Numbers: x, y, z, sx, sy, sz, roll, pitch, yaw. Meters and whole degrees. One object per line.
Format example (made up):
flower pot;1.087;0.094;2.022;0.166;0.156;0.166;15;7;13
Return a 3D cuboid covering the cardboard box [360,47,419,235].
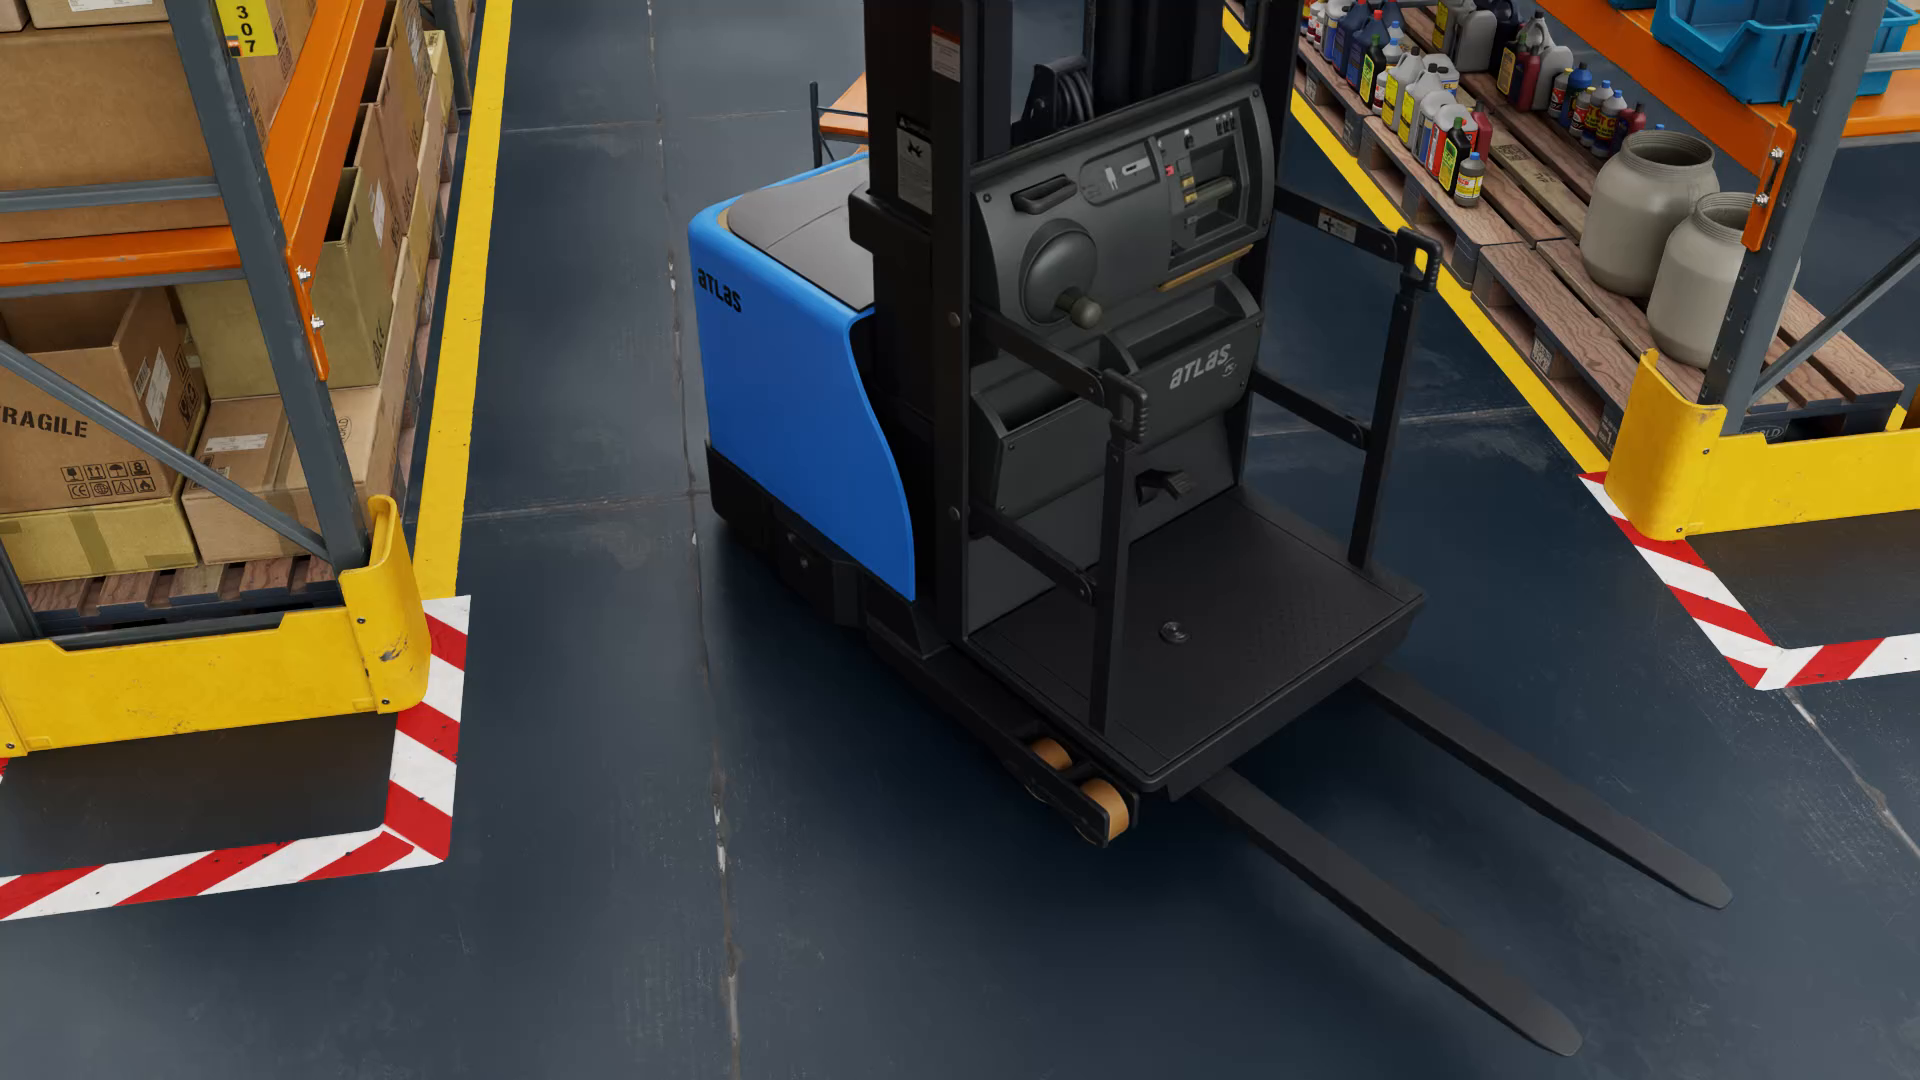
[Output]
cardboard box;-2.242;-1.401;5.896;0.500;0.500;0.500;-6;38;-8

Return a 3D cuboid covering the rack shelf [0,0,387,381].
rack shelf;-2.458;-1.694;5.572;1.077;0.370;4.000;-6;38;-8

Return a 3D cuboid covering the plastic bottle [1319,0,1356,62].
plastic bottle;1.777;-2.383;7.734;0.152;0.276;0.135;-5;38;-6

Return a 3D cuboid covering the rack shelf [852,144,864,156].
rack shelf;-0.269;-1.174;5.528;0.258;0.148;0.480;11;39;14

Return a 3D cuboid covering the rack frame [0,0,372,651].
rack frame;-2.107;-0.771;3.797;1.000;3.000;0.127;-6;38;-8

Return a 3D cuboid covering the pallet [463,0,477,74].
pallet;-2.976;-2.526;8.330;1.003;0.211;1.213;-6;38;-8

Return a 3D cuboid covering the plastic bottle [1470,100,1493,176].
plastic bottle;2.104;-1.631;6.760;0.061;0.283;0.133;-6;38;-8

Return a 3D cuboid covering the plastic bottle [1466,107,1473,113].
plastic bottle;2.095;-1.695;6.910;0.097;0.201;0.097;0;38;0

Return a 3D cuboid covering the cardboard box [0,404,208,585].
cardboard box;-2.492;-0.143;4.888;0.500;0.250;0.500;-6;38;-8

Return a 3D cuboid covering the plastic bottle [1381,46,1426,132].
plastic bottle;1.910;-1.942;7.105;0.144;0.351;0.185;-7;38;-8

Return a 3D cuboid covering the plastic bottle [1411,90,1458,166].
plastic bottle;1.975;-1.700;6.855;0.152;0.276;0.135;-7;38;-9

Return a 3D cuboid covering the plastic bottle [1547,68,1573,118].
plastic bottle;2.628;-1.950;7.237;0.097;0.201;0.097;0;38;0

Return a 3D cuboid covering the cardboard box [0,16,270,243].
cardboard box;-2.176;-1.093;4.131;0.700;0.500;0.500;-6;38;-8

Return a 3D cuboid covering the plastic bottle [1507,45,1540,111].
plastic bottle;2.476;-2.039;7.285;0.061;0.283;0.133;-6;38;-8

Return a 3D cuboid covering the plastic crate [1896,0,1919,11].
plastic crate;2.930;-1.772;5.301;0.298;0.136;0.250;-6;38;-8

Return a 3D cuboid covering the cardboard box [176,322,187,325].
cardboard box;-2.681;-0.745;5.663;0.500;0.250;0.500;-6;38;-8

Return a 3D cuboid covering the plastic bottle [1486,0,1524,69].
plastic bottle;2.499;-2.371;7.657;0.144;0.351;0.185;-8;39;-10

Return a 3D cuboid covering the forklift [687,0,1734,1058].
forklift;1.453;-2.385;5.305;5.355;3.703;5.200;-28;46;-31

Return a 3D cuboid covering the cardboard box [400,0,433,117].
cardboard box;-2.436;-2.003;6.671;0.500;0.500;0.500;-6;38;-8

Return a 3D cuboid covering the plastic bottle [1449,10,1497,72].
plastic bottle;2.358;-2.310;7.640;0.152;0.276;0.135;-6;38;-8

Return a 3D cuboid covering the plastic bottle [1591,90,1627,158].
plastic bottle;2.699;-1.733;6.901;0.097;0.271;0.097;0;38;0

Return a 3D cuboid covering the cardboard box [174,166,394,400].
cardboard box;-2.072;-0.796;5.118;0.500;0.500;0.500;-6;38;-8

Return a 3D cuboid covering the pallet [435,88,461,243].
pallet;-2.710;-1.601;7.138;1.003;0.211;1.213;-6;38;-8

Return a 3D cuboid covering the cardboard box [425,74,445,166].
cardboard box;-2.434;-1.707;6.901;0.500;0.250;0.500;-6;38;-8

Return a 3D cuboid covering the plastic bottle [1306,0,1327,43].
plastic bottle;1.711;-2.485;7.926;0.097;0.201;0.097;0;38;0

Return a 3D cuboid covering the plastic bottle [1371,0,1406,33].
plastic bottle;1.944;-2.328;7.602;0.144;0.351;0.185;-6;38;-8

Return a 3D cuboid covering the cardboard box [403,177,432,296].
cardboard box;-2.243;-1.105;6.126;0.500;0.250;0.500;-6;38;-8

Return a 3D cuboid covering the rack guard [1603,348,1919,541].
rack guard;2.711;-0.355;5.299;1.175;0.500;0.348;-6;38;-8

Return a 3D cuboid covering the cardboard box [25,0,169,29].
cardboard box;-1.964;-1.326;3.902;0.380;0.149;0.250;-6;38;-8

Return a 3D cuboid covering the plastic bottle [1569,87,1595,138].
plastic bottle;2.664;-1.826;7.077;0.097;0.201;0.097;0;38;0

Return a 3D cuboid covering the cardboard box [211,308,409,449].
cardboard box;-2.073;-0.500;5.348;0.500;0.250;0.500;-6;38;-8

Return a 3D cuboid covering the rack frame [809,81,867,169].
rack frame;-0.345;-0.908;5.441;0.240;1.200;0.015;11;39;14

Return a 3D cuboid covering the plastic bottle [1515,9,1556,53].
plastic bottle;2.556;-2.176;7.406;0.144;0.351;0.185;-6;38;-8

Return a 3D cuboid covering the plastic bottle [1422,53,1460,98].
plastic bottle;2.051;-1.943;7.168;0.152;0.276;0.135;-6;38;-8

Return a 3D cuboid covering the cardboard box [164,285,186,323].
cardboard box;-2.684;-1.041;5.433;0.500;0.500;0.500;-6;38;-8

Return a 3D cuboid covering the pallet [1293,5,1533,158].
pallet;2.146;-2.206;7.917;1.003;0.211;1.213;-6;38;-8

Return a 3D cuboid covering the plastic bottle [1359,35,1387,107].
plastic bottle;1.823;-2.068;7.322;0.061;0.283;0.133;-5;38;-6

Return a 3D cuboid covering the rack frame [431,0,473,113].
rack frame;-2.808;-3.187;6.907;1.000;3.000;0.127;-6;38;-8

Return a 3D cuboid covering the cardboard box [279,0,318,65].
cardboard box;-2.354;-1.711;4.925;0.700;0.500;0.500;-6;38;-8

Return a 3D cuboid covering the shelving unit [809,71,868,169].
shelving unit;-0.269;-1.050;5.624;0.258;1.200;0.503;11;39;14

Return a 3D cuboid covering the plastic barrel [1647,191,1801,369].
plastic barrel;2.580;-0.874;5.615;0.421;0.512;0.421;0;38;0

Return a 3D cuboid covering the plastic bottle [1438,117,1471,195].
plastic bottle;1.978;-1.533;6.634;0.061;0.283;0.133;-5;38;-7
